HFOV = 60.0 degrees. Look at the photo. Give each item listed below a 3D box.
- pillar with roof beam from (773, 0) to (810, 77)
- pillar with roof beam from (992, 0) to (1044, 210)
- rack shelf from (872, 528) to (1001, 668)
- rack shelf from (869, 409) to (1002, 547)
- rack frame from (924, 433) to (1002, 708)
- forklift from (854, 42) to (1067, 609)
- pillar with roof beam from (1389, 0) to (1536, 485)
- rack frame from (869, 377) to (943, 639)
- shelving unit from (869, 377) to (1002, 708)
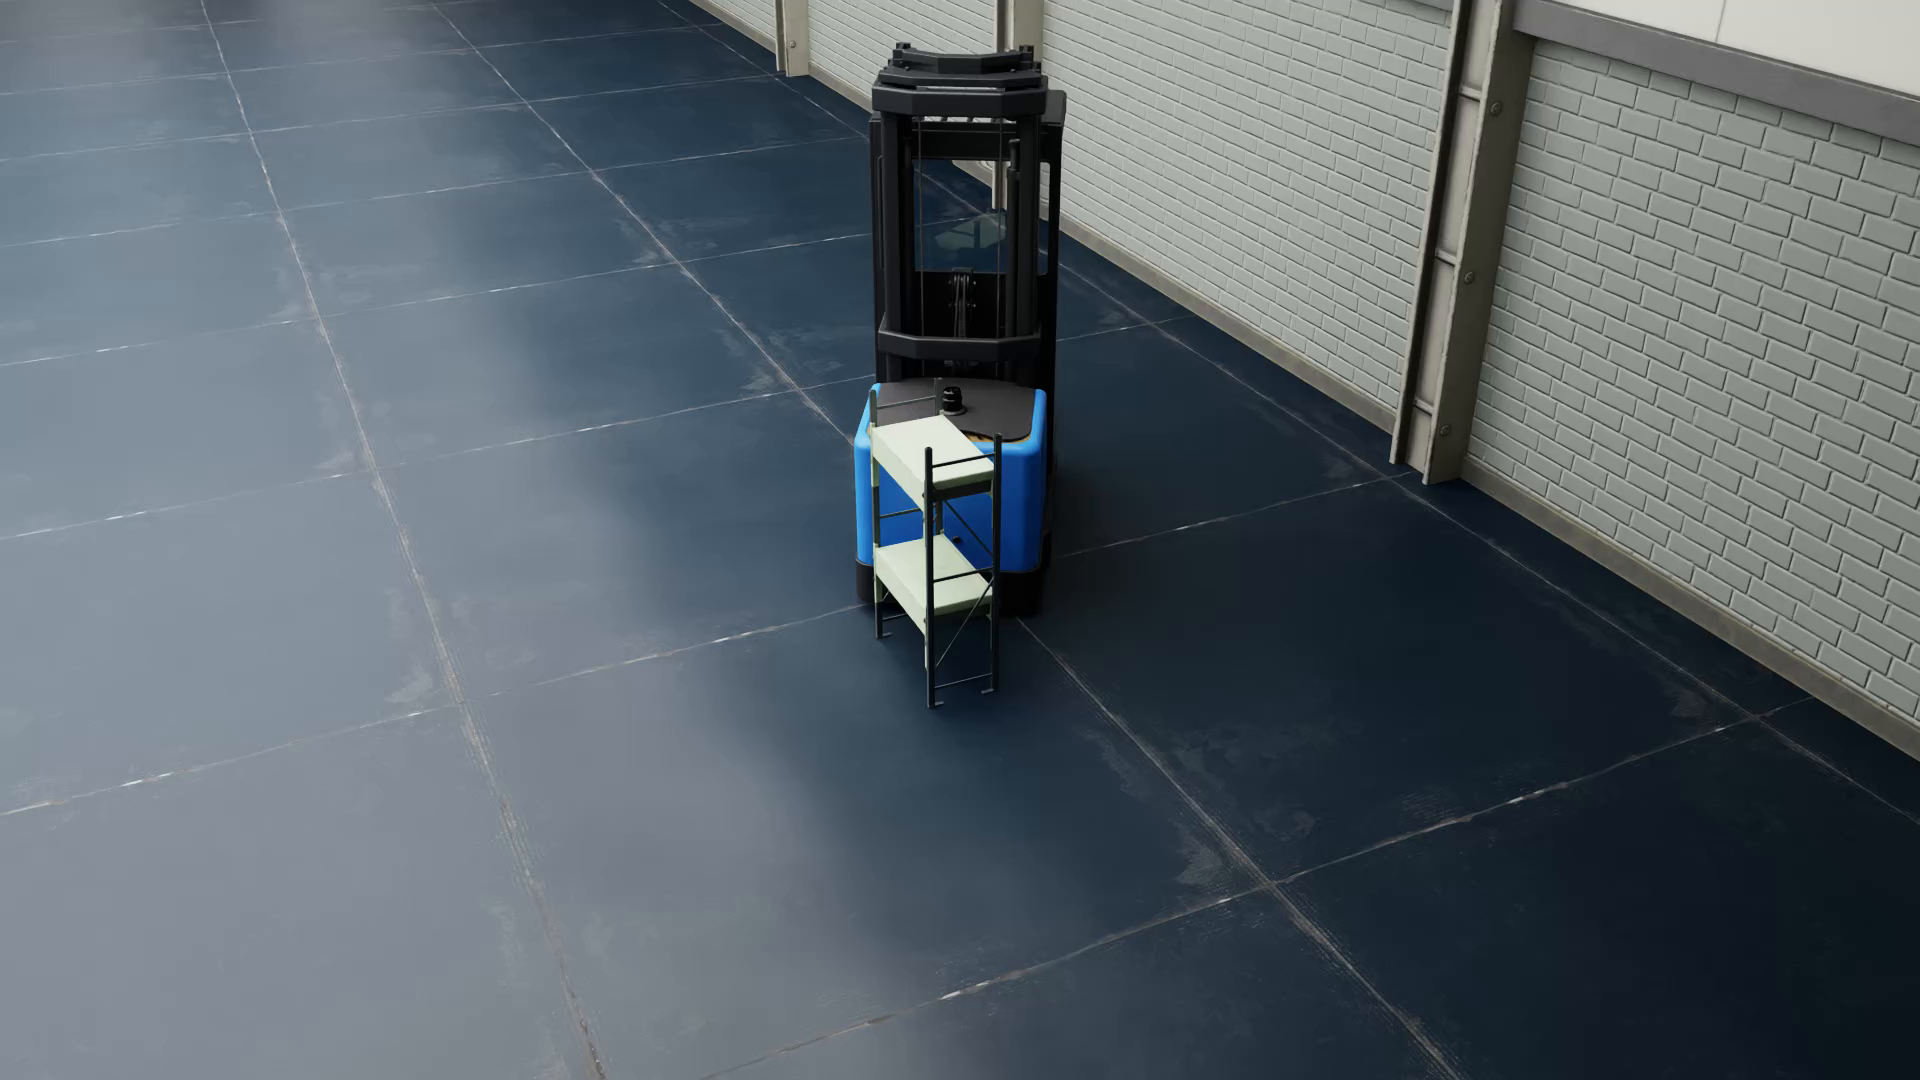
[{"bbox_3d":[-5.936,-8.798,16.712,9.100,9.000,0.400,-13,32,-22],"label":"pillar with roof beam"},{"bbox_3d":[-3.360,-6.148,11.985,9.100,9.000,0.400,-13,32,-22],"label":"pillar with roof beam"},{"bbox_3d":[-0.133,0.299,8.823,0.431,0.370,0.720,-12,32,-21],"label":"rack shelf"},{"bbox_3d":[-0.132,-0.326,8.473,0.431,0.370,0.720,-12,32,-21],"label":"rack shelf"},{"bbox_3d":[0.016,0.178,8.372,0.400,1.500,0.023,-12,32,-21],"label":"rack frame"},{"bbox_3d":[0.055,-1.582,10.047,1.130,2.935,3.031,2,29,4],"label":"forklift"},{"bbox_3d":[-0.785,-3.497,7.259,9.100,9.000,0.400,-13,32,-22],"label":"pillar with roof beam"},{"bbox_3d":[-0.281,-0.149,8.955,0.400,1.500,0.023,-12,32,-21],"label":"rack frame"},{"bbox_3d":[-0.132,0.014,8.664,0.431,1.500,0.755,-12,32,-21],"label":"shelving unit"}]
